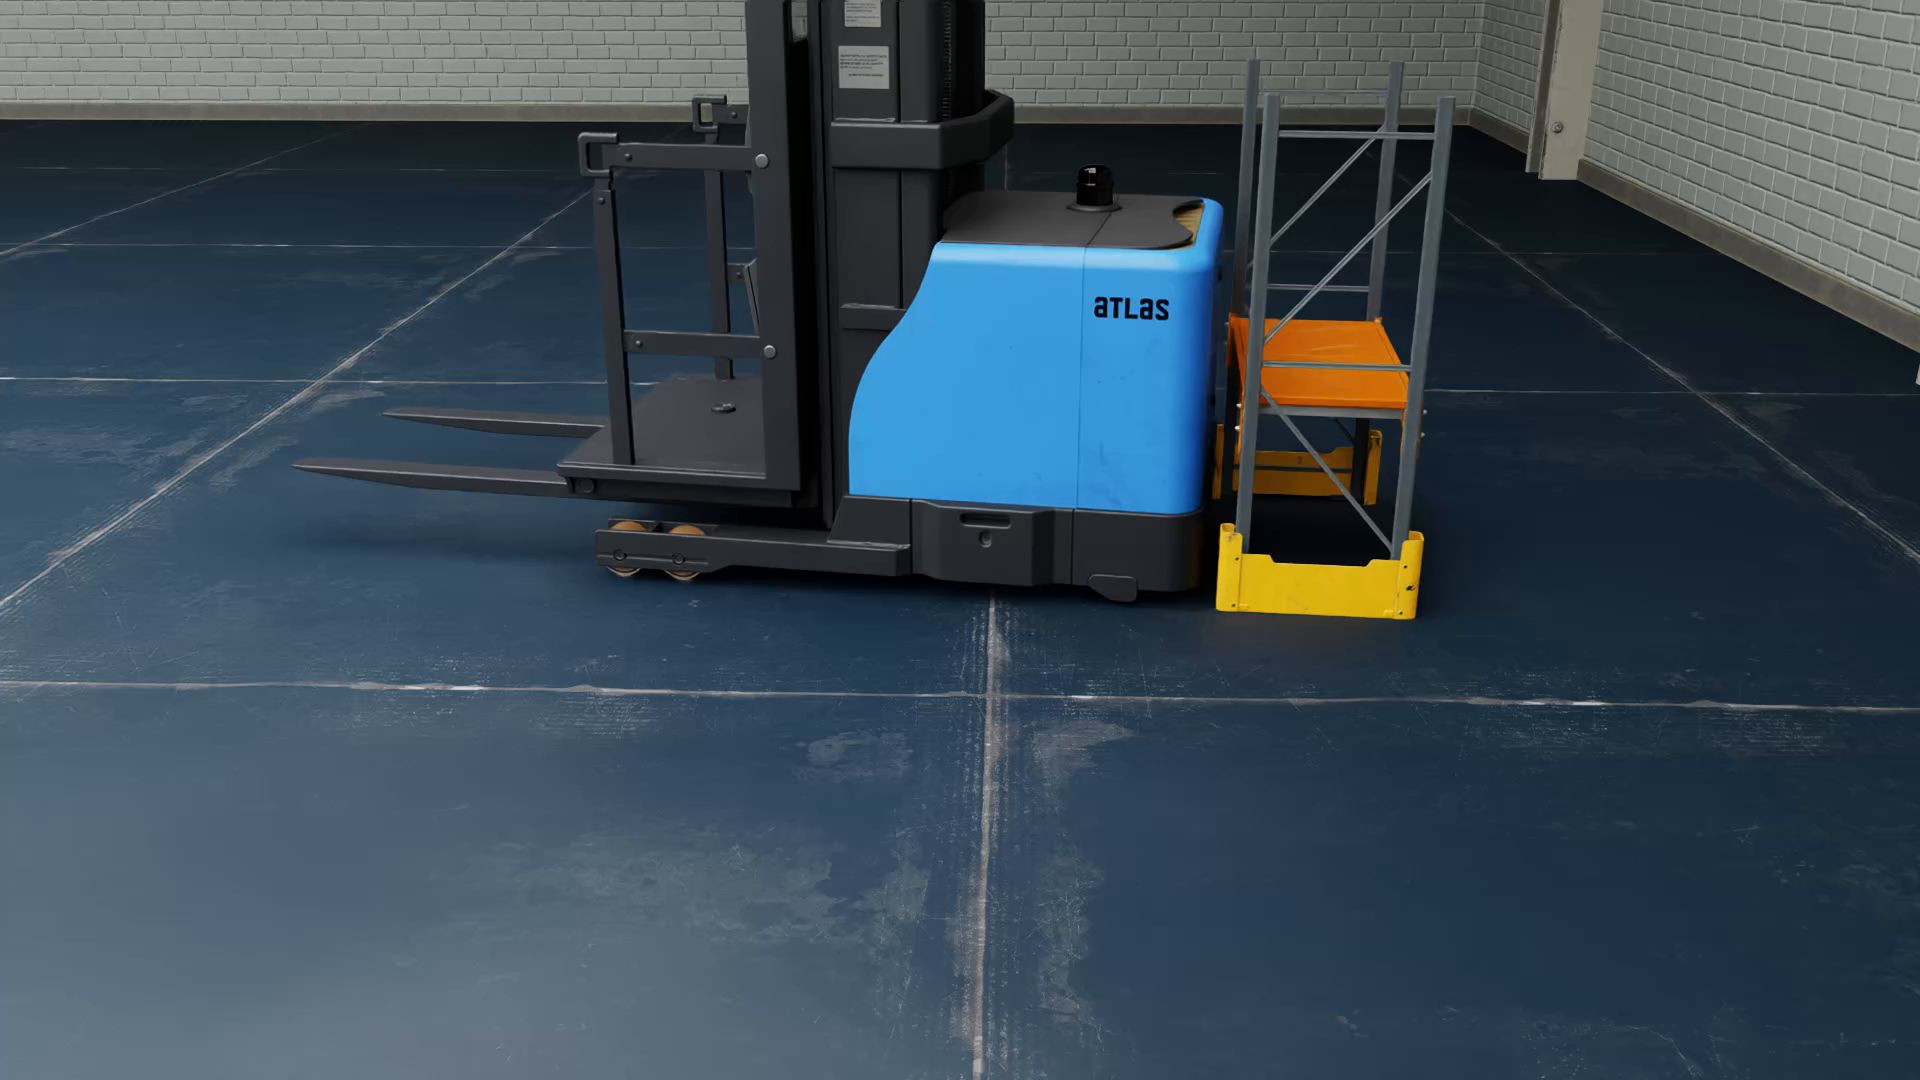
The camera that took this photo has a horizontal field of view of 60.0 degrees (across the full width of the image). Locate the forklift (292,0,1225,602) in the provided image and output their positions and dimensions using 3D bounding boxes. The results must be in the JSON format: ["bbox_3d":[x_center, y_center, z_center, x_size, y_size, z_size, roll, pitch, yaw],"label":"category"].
[{"bbox_3d":[-0.686,-1.425,5.151,3.031,2.935,1.130,4,22,10],"label":"forklift"}]

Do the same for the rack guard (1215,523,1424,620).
[{"bbox_3d":[1.064,0.093,4.942,0.587,0.250,0.087,3,21,6],"label":"rack guard"}]

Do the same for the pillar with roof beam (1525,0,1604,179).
[{"bbox_3d":[0.231,-7.033,11.216,9.100,9.000,0.400,1,21,2],"label":"pillar with roof beam"}]

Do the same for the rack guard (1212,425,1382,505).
[{"bbox_3d":[1.176,-0.265,5.865,0.587,0.250,0.087,3,21,6],"label":"rack guard"}]

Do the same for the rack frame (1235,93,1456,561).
[{"bbox_3d":[1.065,-0.490,4.715,0.500,1.500,0.032,3,21,6],"label":"rack frame"}]

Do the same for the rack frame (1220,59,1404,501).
[{"bbox_3d":[1.180,-0.855,5.657,0.500,1.500,0.032,3,21,6],"label":"rack frame"}]

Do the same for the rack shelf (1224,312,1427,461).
[{"bbox_3d":[1.122,-0.505,5.251,0.538,0.185,1.000,3,21,6],"label":"rack shelf"}]

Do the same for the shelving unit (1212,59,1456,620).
[{"bbox_3d":[1.122,-0.669,5.177,0.587,1.500,1.083,3,21,6],"label":"shelving unit"}]
